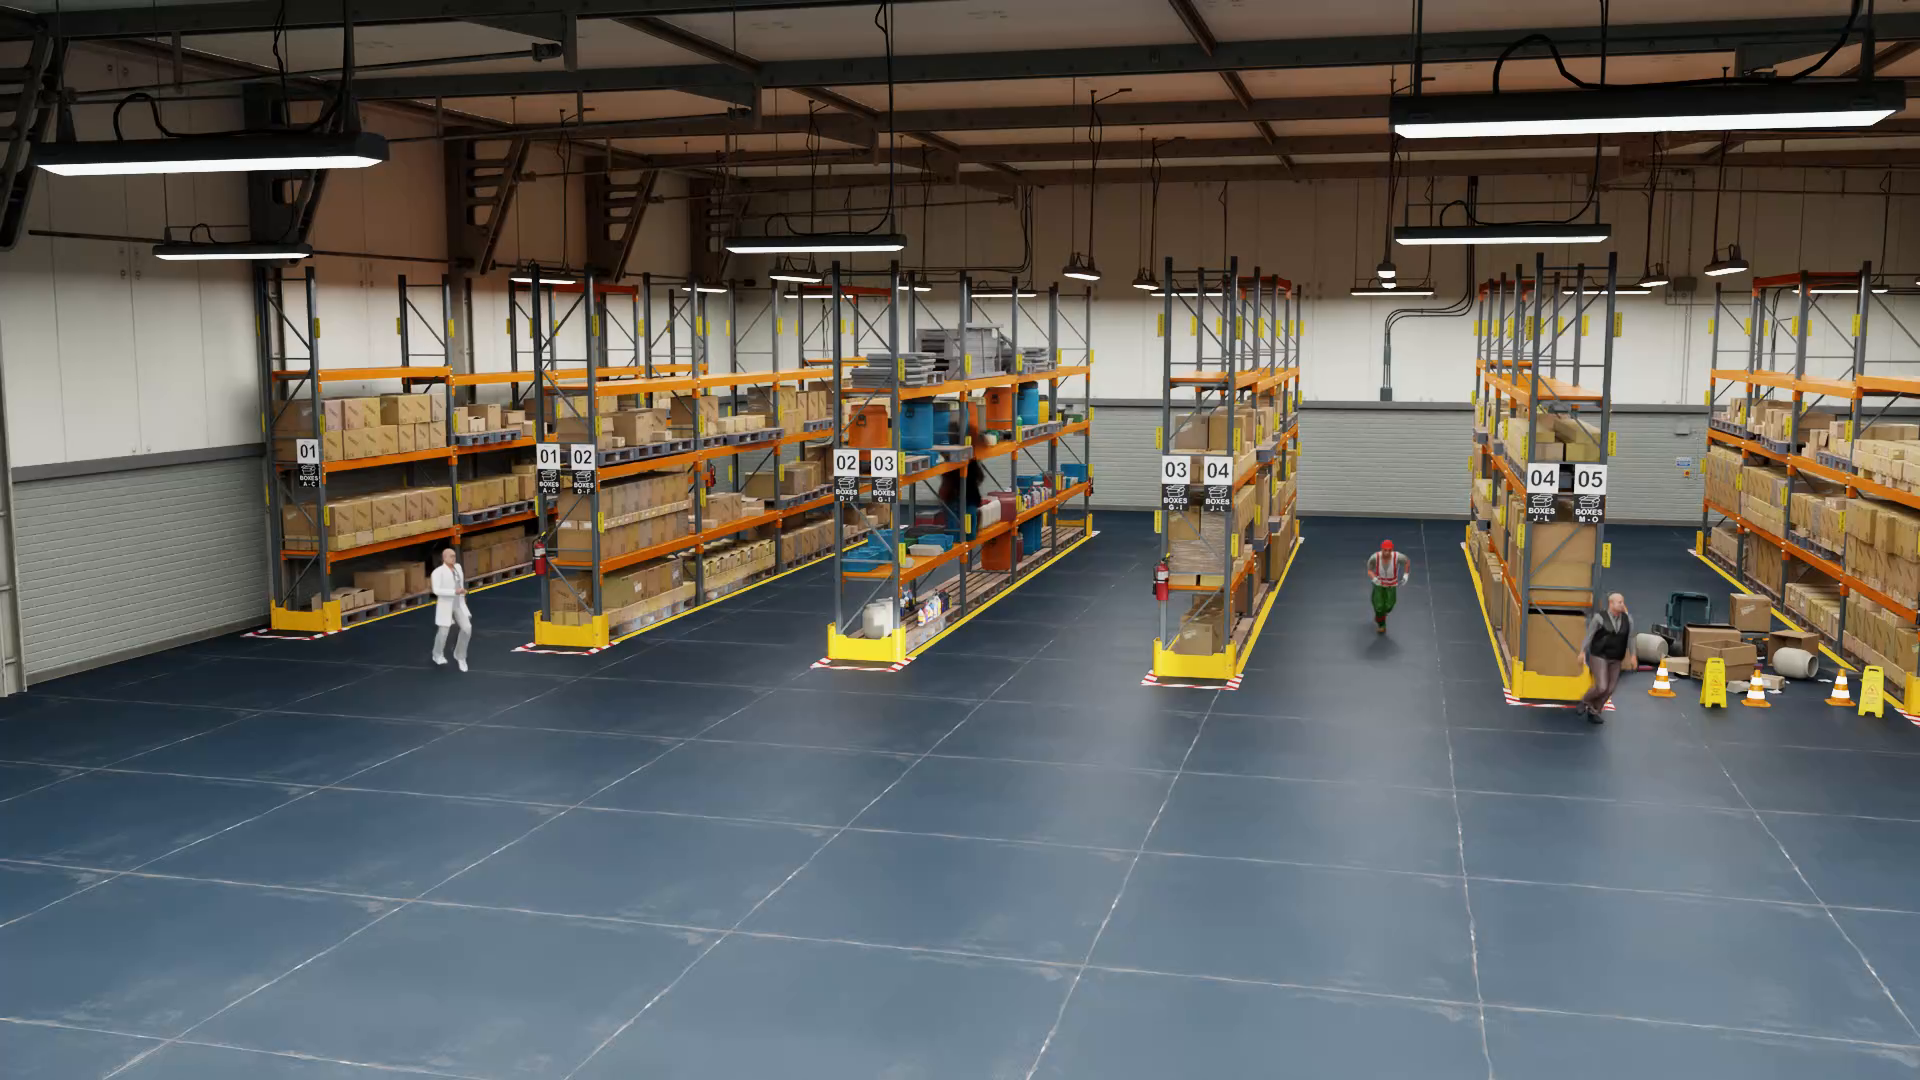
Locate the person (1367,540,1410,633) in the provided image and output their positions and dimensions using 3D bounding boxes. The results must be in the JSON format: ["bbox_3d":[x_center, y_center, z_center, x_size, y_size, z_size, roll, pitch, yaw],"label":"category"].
[{"bbox_3d":[7.010,0.764,27.256,0.690,1.602,0.845,1,7,8],"label":"person"}]

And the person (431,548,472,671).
[{"bbox_3d":[-7.500,1.032,24.469,0.911,1.837,0.649,7,10,42],"label":"person"}]

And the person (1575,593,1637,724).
[{"bbox_3d":[8.207,1.504,21.077,0.648,1.701,0.562,-1,7,-11],"label":"person"}]
